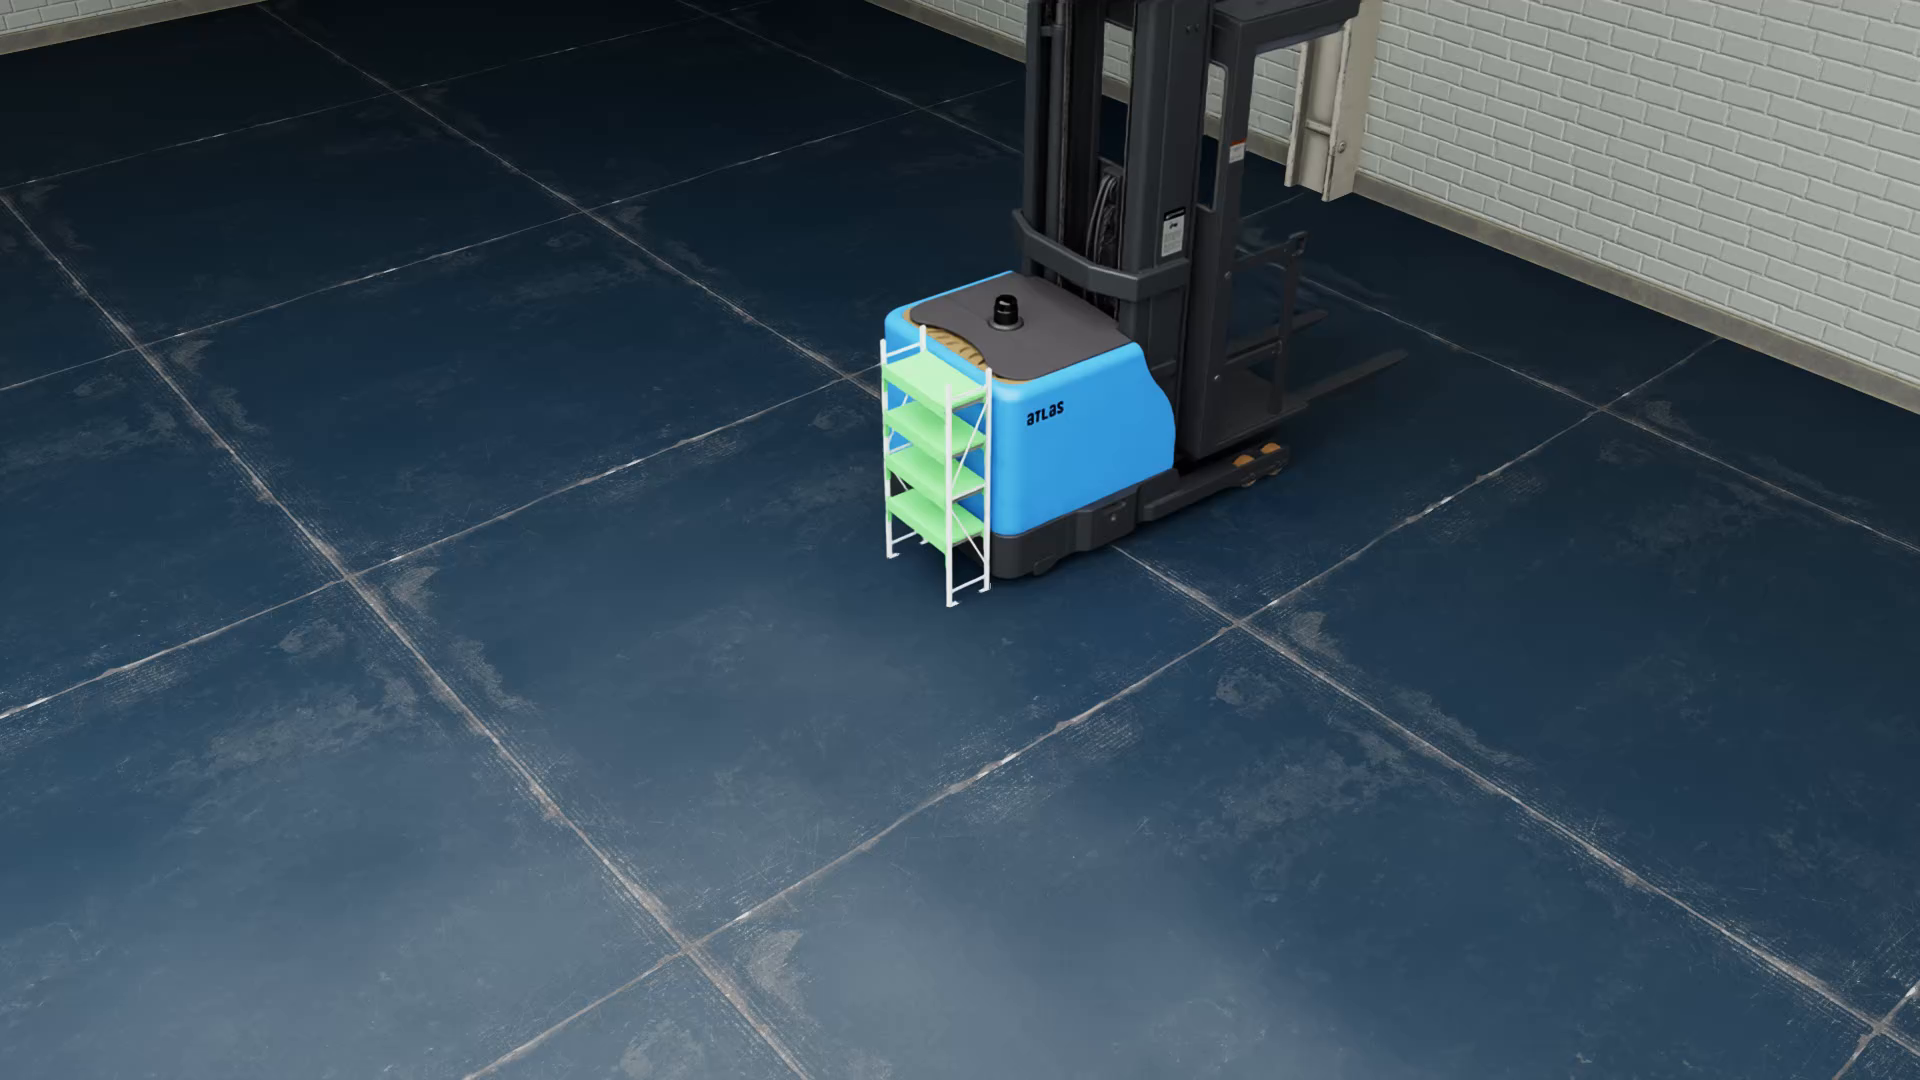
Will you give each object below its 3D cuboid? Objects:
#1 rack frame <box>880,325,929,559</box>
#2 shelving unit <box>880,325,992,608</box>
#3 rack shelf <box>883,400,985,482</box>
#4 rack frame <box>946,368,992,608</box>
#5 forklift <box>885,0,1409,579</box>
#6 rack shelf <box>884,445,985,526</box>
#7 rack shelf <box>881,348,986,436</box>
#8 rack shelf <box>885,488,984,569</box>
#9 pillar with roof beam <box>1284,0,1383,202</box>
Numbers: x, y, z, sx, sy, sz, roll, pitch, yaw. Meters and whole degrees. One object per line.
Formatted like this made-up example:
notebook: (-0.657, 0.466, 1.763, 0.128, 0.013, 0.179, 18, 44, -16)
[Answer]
rack frame: (-0.256, -0.441, 7.835, 0.240, 1.200, 0.015, -24, 42, -29)
shelving unit: (-0.109, -0.329, 7.676, 0.258, 1.200, 0.503, -24, 42, -29)
rack shelf: (-0.109, -0.472, 7.574, 0.258, 0.148, 0.480, -24, 42, -29)
rack frame: (0.038, -0.216, 7.517, 0.240, 1.200, 0.015, -24, 42, -29)
forklift: (1.111, -1.694, 8.106, 3.031, 2.935, 1.130, -23, 41, -29)
rack shelf: (-0.109, -0.276, 7.713, 0.258, 0.148, 0.480, -24, 42, -29)
rack shelf: (-0.109, -0.668, 7.435, 0.258, 0.148, 0.480, -24, 42, -29)
rack shelf: (-0.109, -0.081, 7.851, 0.258, 0.148, 0.480, -24, 42, -29)
pillar with roof beam: (-0.744, -4.562, 6.906, 9.100, 9.000, 0.400, -26, 43, -32)
